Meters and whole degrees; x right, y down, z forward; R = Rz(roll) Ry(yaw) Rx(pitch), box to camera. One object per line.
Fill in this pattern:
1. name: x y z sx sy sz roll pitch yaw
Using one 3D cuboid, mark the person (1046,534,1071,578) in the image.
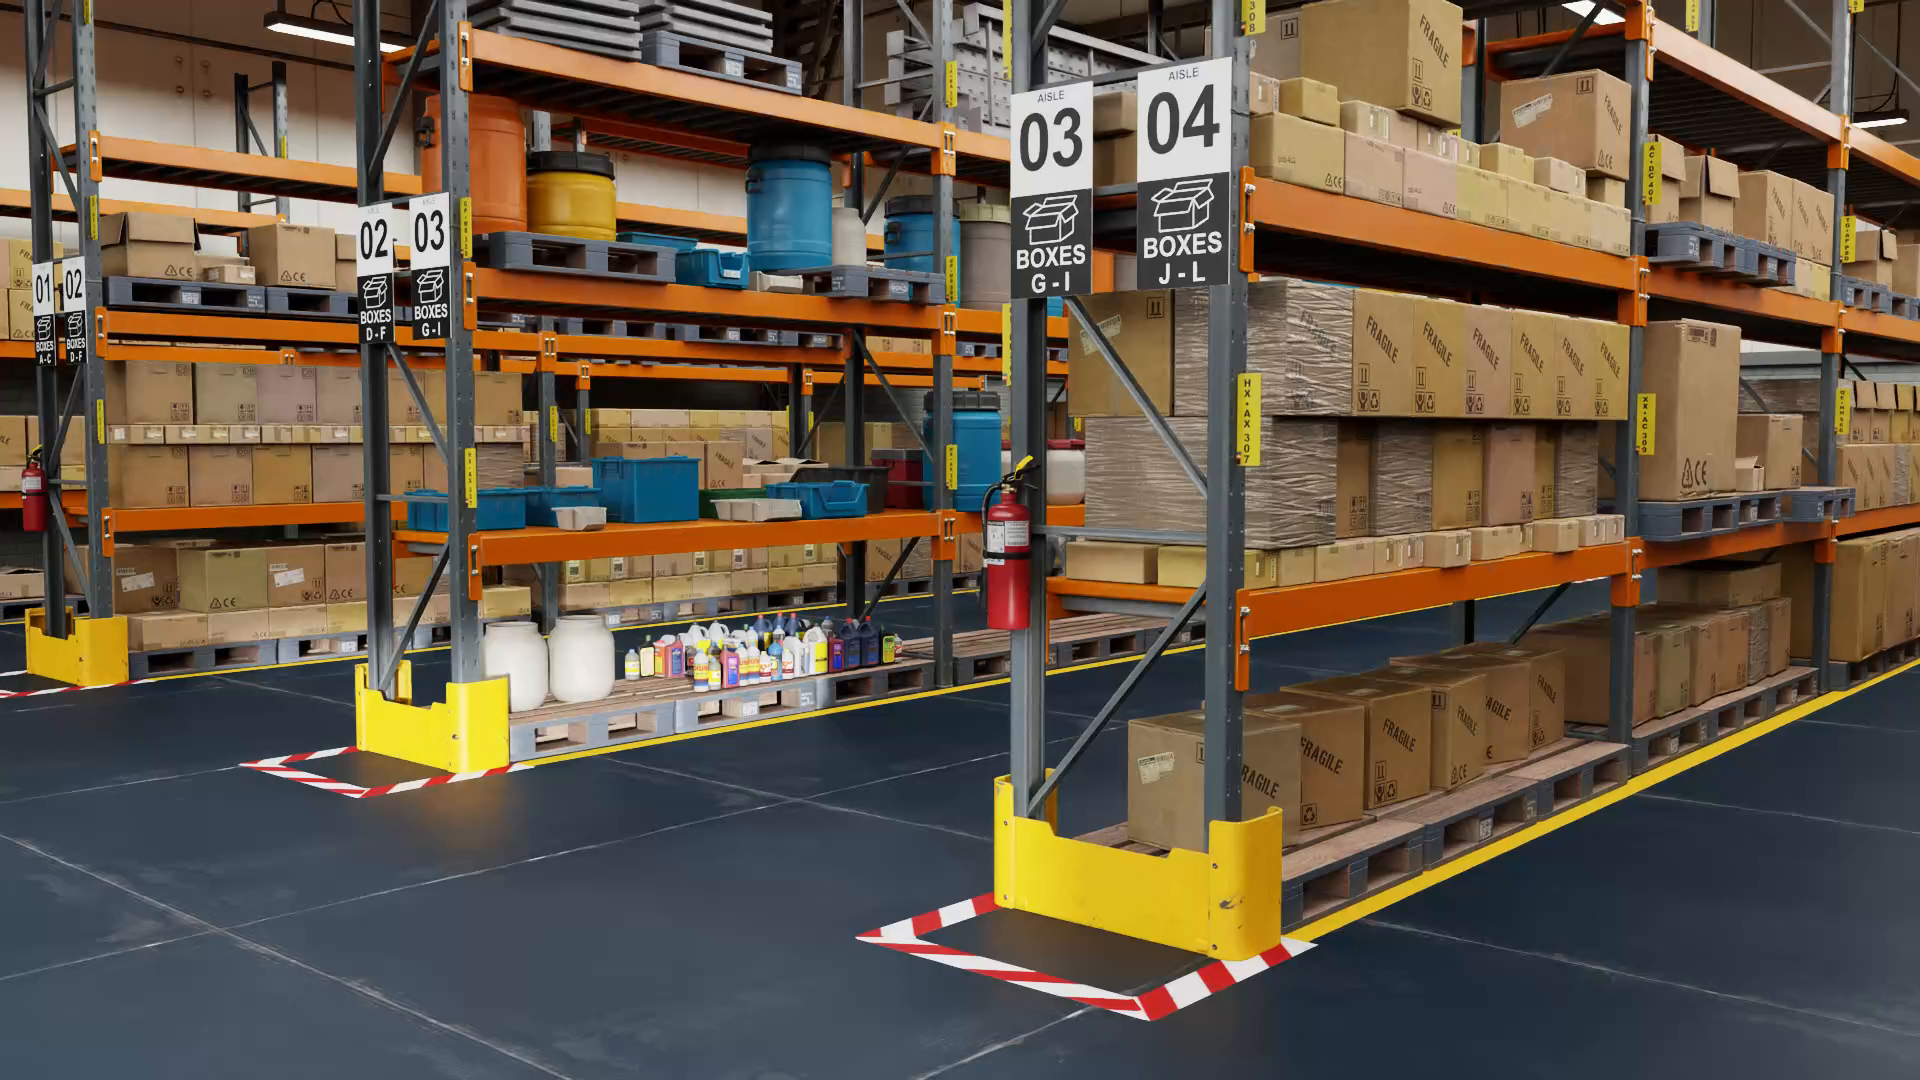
1. person: 1.082 -0.076 17.485 0.627 1.667 0.476 -2 4 -23
